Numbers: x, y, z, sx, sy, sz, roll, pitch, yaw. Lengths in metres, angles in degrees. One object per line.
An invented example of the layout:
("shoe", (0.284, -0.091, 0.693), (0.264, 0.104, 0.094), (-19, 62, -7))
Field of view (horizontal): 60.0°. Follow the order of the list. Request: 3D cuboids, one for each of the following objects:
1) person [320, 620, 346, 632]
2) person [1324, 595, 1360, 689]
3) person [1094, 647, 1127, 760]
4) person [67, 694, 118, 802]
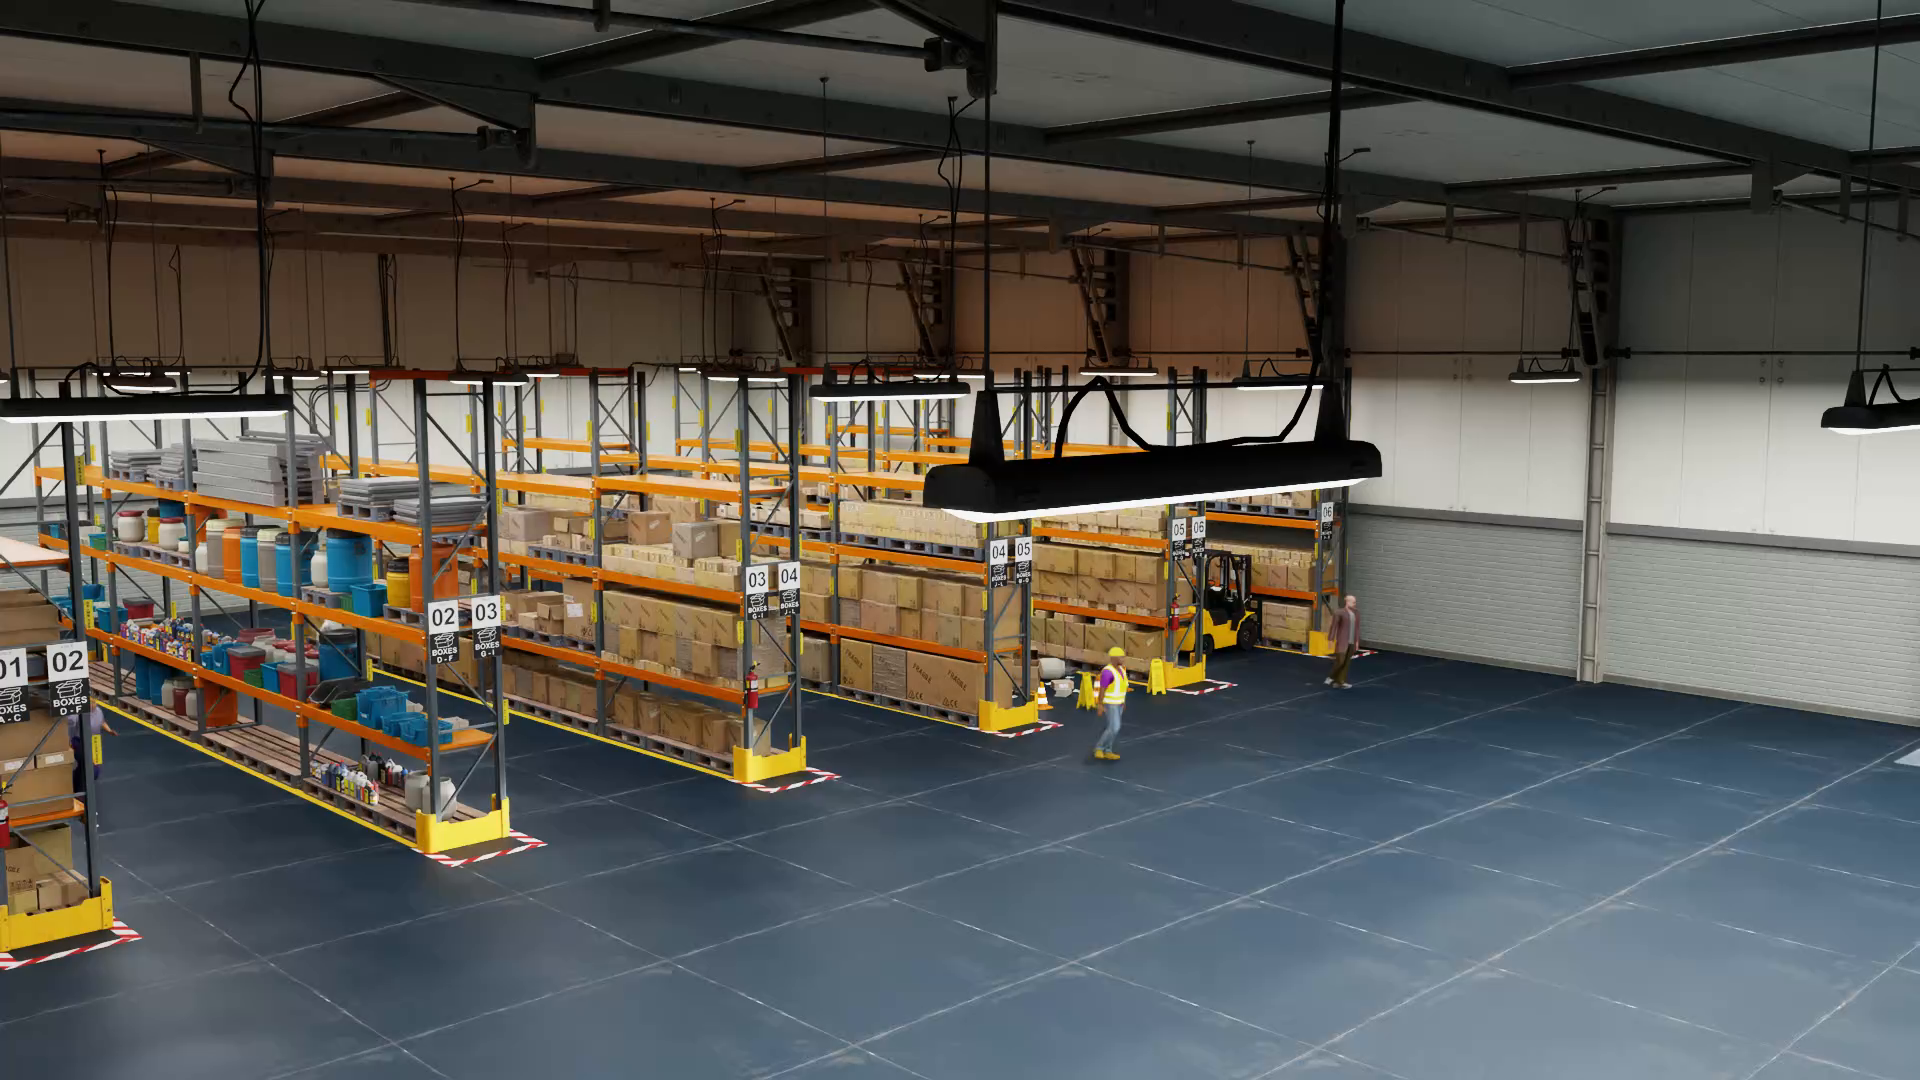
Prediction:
("person", (-11.931, 1.996, 31.486), (0.795, 1.581, 0.596), (3, 7, 24))
("person", (7.201, 1.921, 31.280), (0.698, 1.766, 0.526), (-4, 7, -30))
("person", (2.344, 2.537, 25.795), (0.446, 1.757, 0.635), (4, 7, 30))
("person", (-12.305, 2.943, 23.515), (0.811, 1.623, 0.635), (0, 6, 1))
